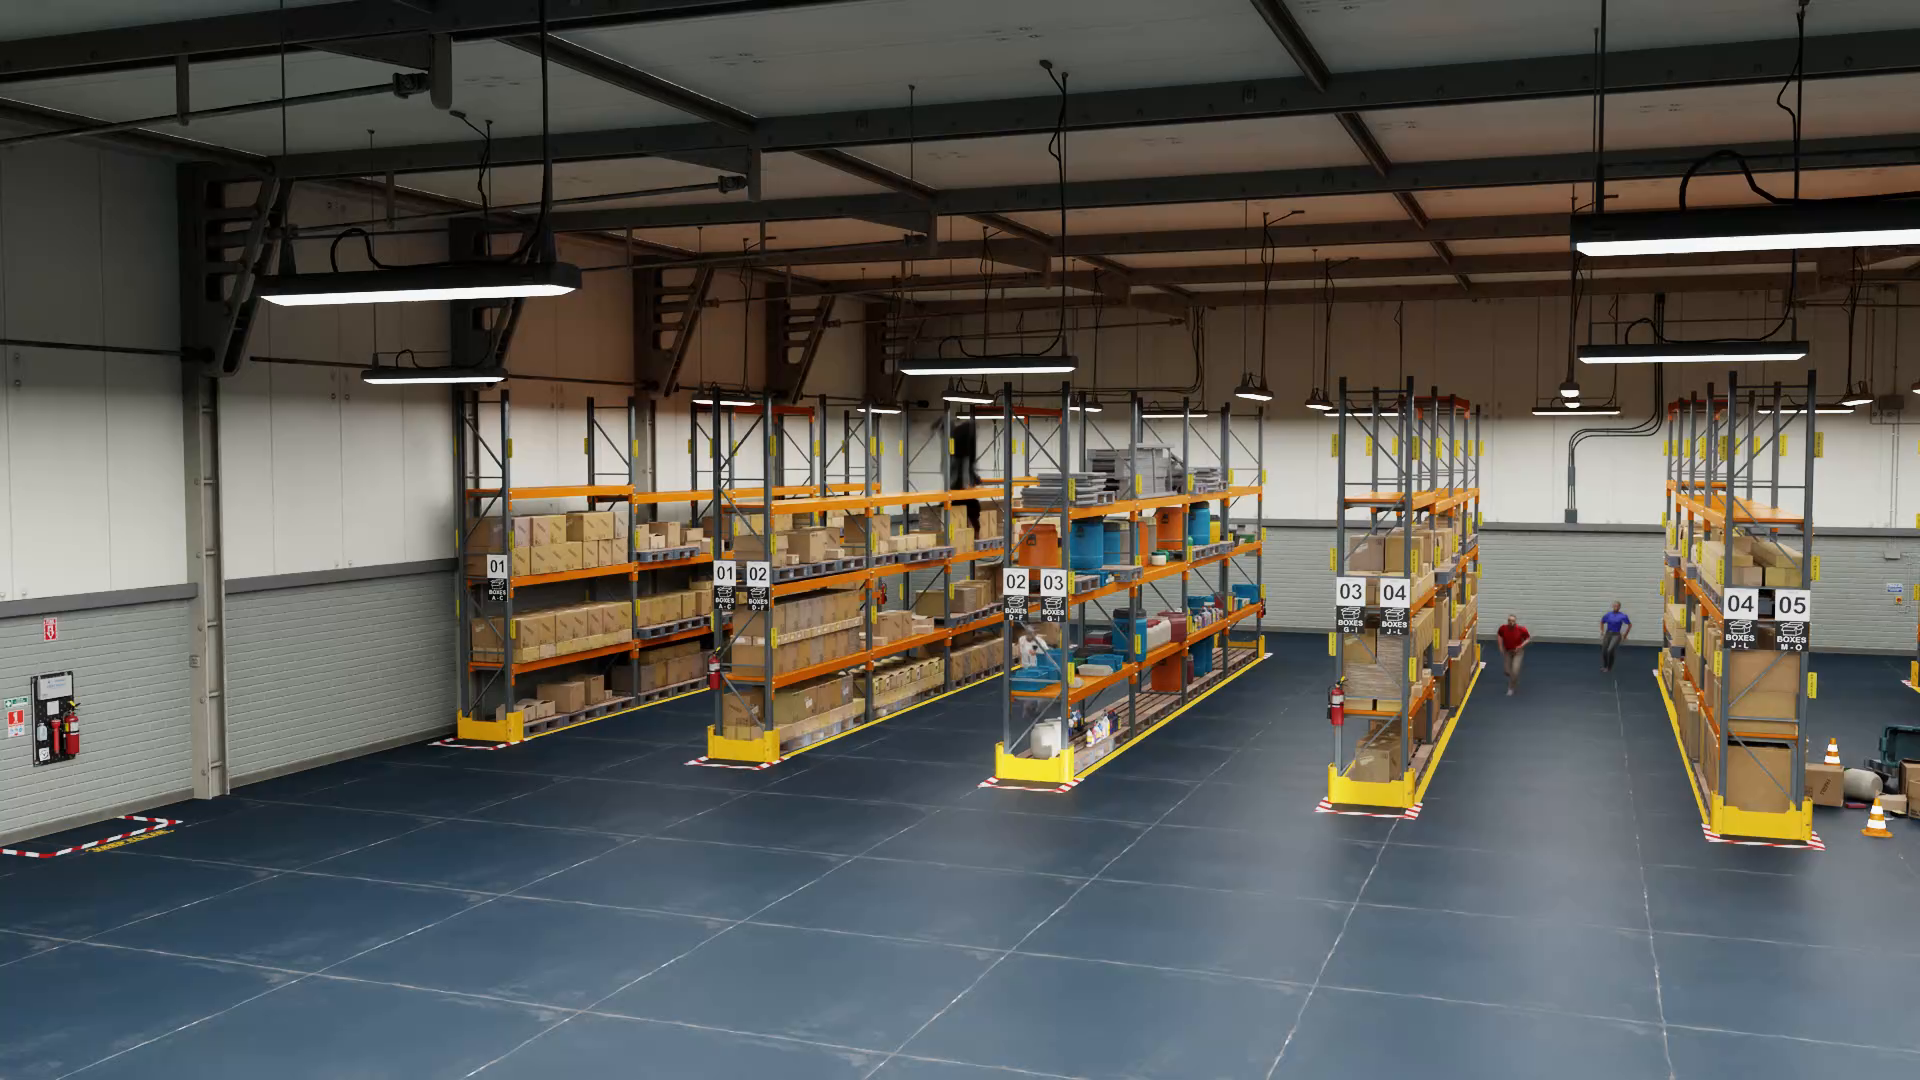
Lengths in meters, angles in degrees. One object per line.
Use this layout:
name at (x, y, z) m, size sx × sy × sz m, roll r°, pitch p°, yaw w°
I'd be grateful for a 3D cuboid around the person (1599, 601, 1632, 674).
person at (14.488, 2.177, 36.893) m, size 0.620 × 1.614 × 0.627 m, roll 3°, pitch 4°, yaw 41°

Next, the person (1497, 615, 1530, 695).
person at (11.274, 2.332, 33.864) m, size 0.658 × 1.661 × 0.768 m, roll 2°, pitch 3°, yaw 26°

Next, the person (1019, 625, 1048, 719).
person at (1.376, 2.439, 31.059) m, size 0.650 × 1.784 × 0.966 m, roll 1°, pitch 3°, yaw 17°
